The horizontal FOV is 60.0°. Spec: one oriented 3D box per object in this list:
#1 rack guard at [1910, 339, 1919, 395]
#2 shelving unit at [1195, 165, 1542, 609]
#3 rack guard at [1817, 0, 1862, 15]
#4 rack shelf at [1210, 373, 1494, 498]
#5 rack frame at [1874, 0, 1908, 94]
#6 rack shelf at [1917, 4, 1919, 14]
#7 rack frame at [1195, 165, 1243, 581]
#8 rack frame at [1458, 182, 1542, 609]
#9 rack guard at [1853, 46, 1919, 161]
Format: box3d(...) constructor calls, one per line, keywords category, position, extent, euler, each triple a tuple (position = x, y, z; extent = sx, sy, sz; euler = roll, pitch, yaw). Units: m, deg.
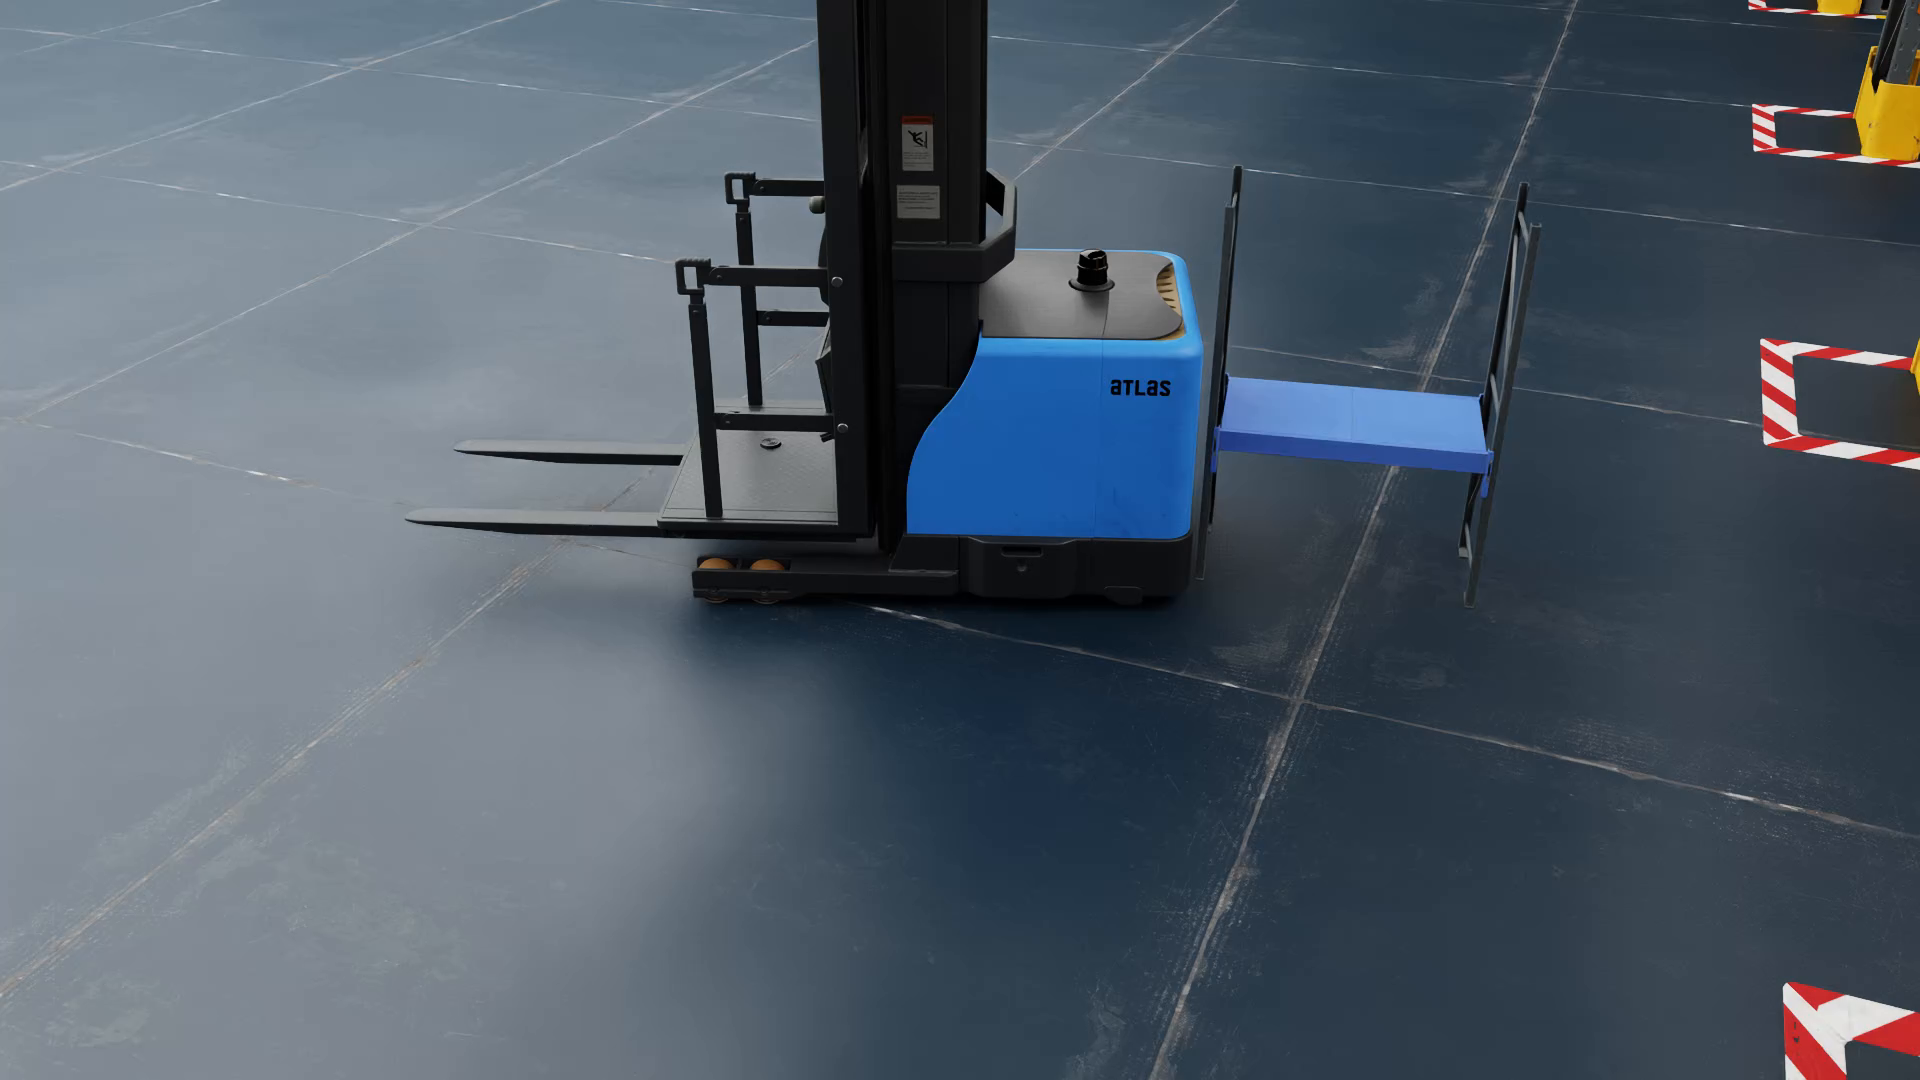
box3d(category="rack guard", position=(4.683, -0.799, 7.656), extent=(0.348, 0.500, 1.175), euler=(11, 31, 19))
box3d(category="shelving unit", position=(1.479, -0.564, 6.224), extent=(1.048, 1.500, 0.538), euler=(6, 30, 10))
box3d(category="rack guard", position=(8.319, -5.334, 15.679), extent=(0.348, 0.500, 1.175), euler=(11, 31, 19))
box3d(category="rack shelf", position=(1.479, -0.407, 6.312), extent=(1.000, 0.185, 0.538), euler=(6, 30, 10))
box3d(category="rack frame", position=(6.474, -4.159, 11.059), extent=(0.053, 2.616, 0.949), euler=(11, 31, 19))
box3d(category="rack shelf", position=(8.328, -3.477, 10.584), extent=(4.000, 0.370, 1.077), euler=(11, 31, 19))
box3d(category="rack frame", position=(0.981, -0.615, 6.314), extent=(0.032, 1.500, 0.500), euler=(6, 30, 10))
box3d(category="rack frame", position=(1.977, -0.513, 6.133), extent=(0.032, 1.500, 0.500), euler=(6, 30, 10))
box3d(category="rack guard", position=(6.563, -3.079, 11.690), extent=(0.348, 0.500, 1.175), euler=(11, 31, 19))
